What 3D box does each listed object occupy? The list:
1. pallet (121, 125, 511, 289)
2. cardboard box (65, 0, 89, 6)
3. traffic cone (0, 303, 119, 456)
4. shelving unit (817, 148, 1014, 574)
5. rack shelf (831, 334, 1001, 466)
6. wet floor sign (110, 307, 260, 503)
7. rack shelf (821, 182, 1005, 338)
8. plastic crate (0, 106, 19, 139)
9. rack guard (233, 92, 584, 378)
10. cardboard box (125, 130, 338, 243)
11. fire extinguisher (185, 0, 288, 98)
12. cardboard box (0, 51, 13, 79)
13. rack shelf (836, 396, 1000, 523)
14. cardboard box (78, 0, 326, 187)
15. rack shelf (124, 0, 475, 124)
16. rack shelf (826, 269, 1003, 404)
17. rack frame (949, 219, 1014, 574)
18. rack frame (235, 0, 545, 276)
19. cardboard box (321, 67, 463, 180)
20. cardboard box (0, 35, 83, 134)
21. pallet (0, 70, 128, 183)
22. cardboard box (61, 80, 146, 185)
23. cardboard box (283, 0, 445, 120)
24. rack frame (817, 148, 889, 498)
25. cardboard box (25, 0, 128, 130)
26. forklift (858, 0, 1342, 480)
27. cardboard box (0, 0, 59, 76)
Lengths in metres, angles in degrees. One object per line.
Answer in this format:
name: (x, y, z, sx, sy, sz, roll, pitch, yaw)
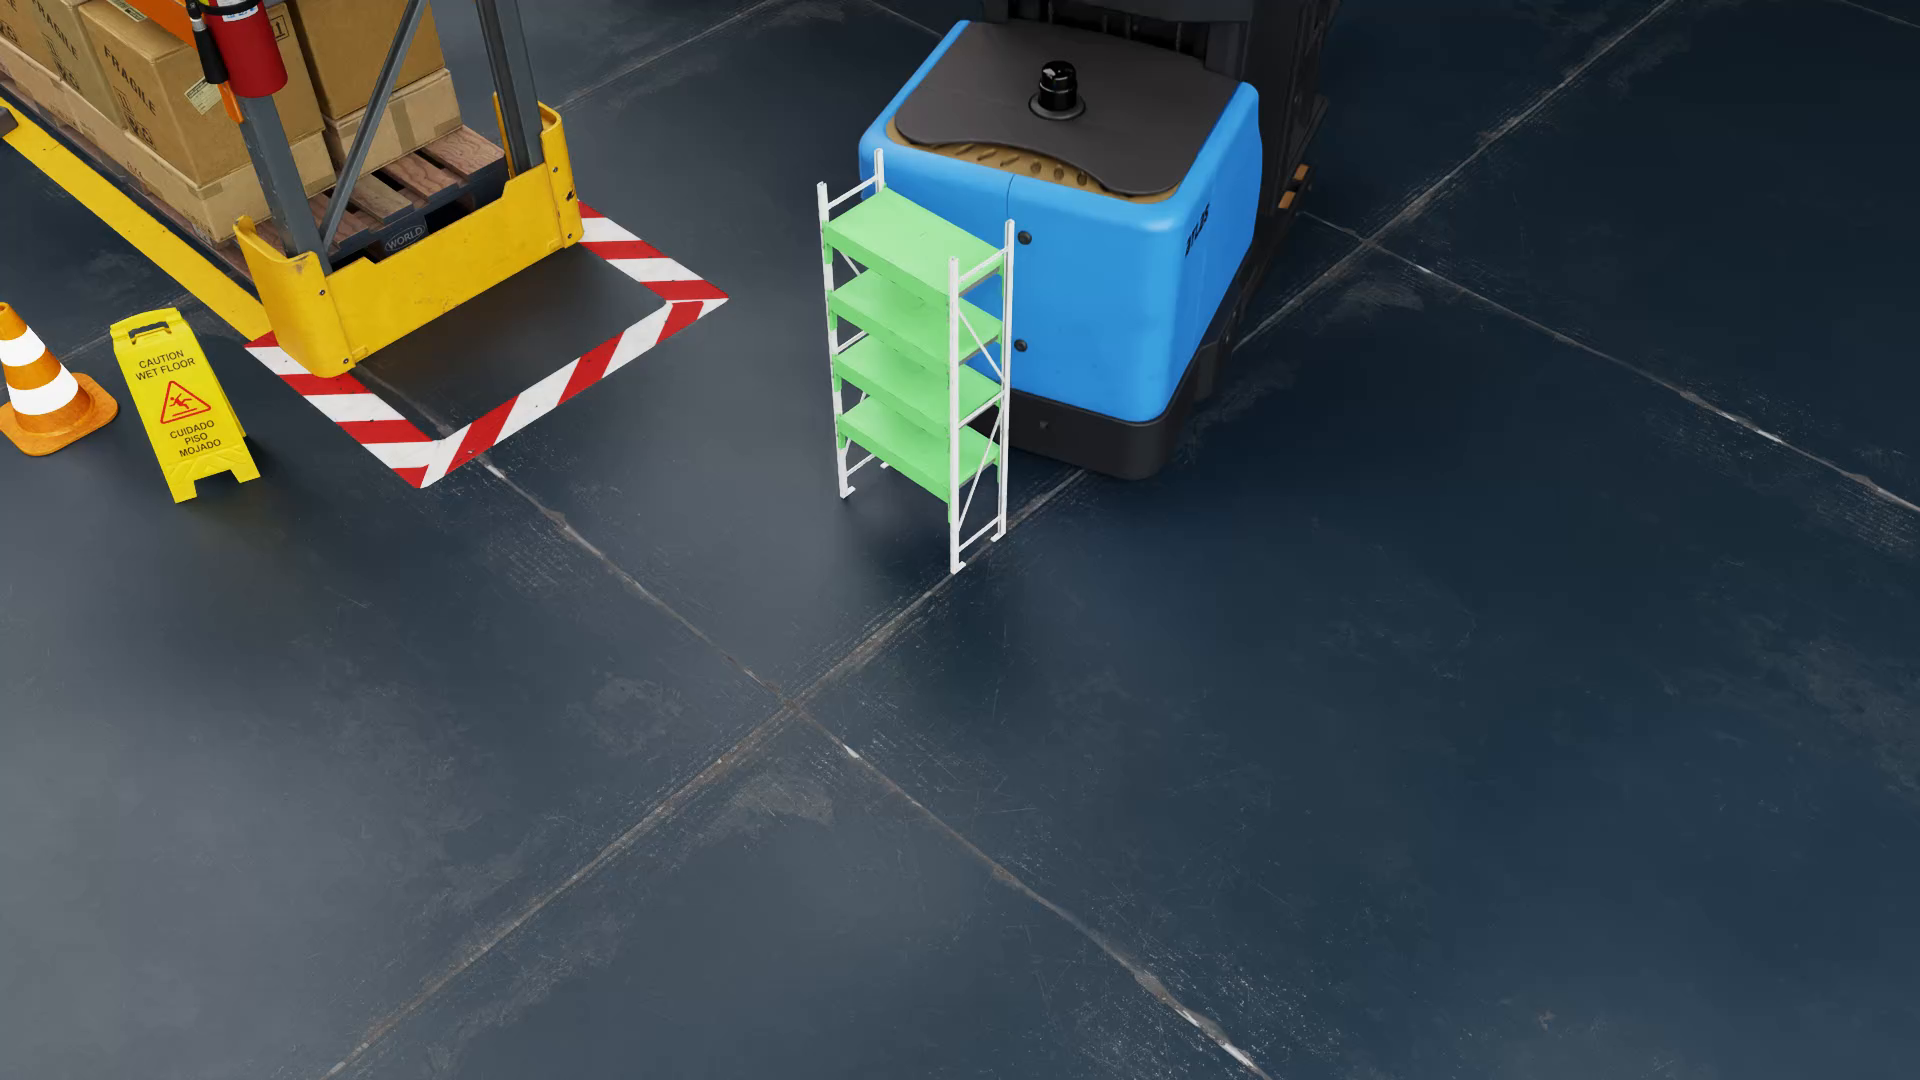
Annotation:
pallet: (-2.504, -1.434, 6.452, 1.213, 0.211, 1.003, 34, 55, 28)
cardboard box: (-2.956, -2.014, 5.722, 0.250, 0.149, 0.380, 36, 56, 29)
traffic cone: (-3.066, -0.584, 5.480, 0.334, 0.463, 0.336, 34, 55, 28)
shelving unit: (-0.122, -0.493, 4.889, 0.503, 1.200, 0.258, 34, 55, 28)
rack shelf: (-0.122, -0.449, 4.936, 0.480, 0.148, 0.258, 34, 55, 28)
wet floor sign: (-2.461, -0.457, 5.237, 0.267, 0.644, 0.232, -21, 50, -18)
rack shelf: (-0.122, -0.777, 4.586, 0.480, 0.148, 0.258, 34, 55, 28)
plastic crate: (-4.217, -1.693, 6.785, 0.583, 0.080, 0.402, 17, 49, 15)
rack guard: (-1.931, -1.112, 5.951, 0.348, 0.500, 1.175, 34, 55, 28)
cardboard box: (-2.669, -1.400, 6.105, 0.500, 0.250, 0.500, 34, 55, 28)
fire extinguisher: (-2.104, -1.600, 4.748, 0.183, 0.674, 0.296, 34, 55, 28)
cardboard box: (-3.773, -2.156, 6.814, 0.500, 0.250, 0.500, 33, 55, 27)
rack shelf: (-0.122, -0.285, 5.111, 0.480, 0.148, 0.258, 34, 55, 28)
cardboard box: (-2.641, -1.646, 5.822, 0.500, 0.500, 0.500, 34, 56, 28)
rack shelf: (-3.345, -2.673, 6.196, 4.000, 0.370, 1.077, 34, 55, 28)
rack shelf: (-0.122, -0.613, 4.761, 0.480, 0.148, 0.258, 34, 55, 28)
rack frame: (0.058, -0.372, 4.776, 0.015, 1.200, 0.240, 34, 55, 28)
rack frame: (-1.875, -1.930, 5.005, 0.127, 3.000, 1.000, 34, 55, 28)
cardboard box: (-2.280, -1.680, 6.368, 0.500, 0.250, 0.500, 33, 55, 27)
cardboard box: (-3.415, -1.905, 6.579, 0.500, 0.250, 0.500, 32, 55, 26)
pallet: (-3.396, -2.037, 7.018, 1.213, 0.211, 1.003, 34, 55, 28)
cardboard box: (-3.027, -1.649, 6.339, 0.500, 0.250, 0.500, 34, 55, 28)
cardboard box: (-2.298, -1.948, 6.105, 0.500, 0.500, 0.500, 32, 55, 27)
rack frame: (-0.301, -0.613, 5.003, 0.015, 1.200, 0.240, 34, 55, 28)
cardboard box: (-3.027, -1.902, 6.062, 0.500, 0.500, 0.500, 36, 56, 29)
forklift: (0.731, -2.286, 5.386, 1.130, 2.935, 3.031, 17, 49, 16)
cardboard box: (-3.393, -2.156, 6.300, 0.500, 0.500, 0.500, 33, 55, 27)
